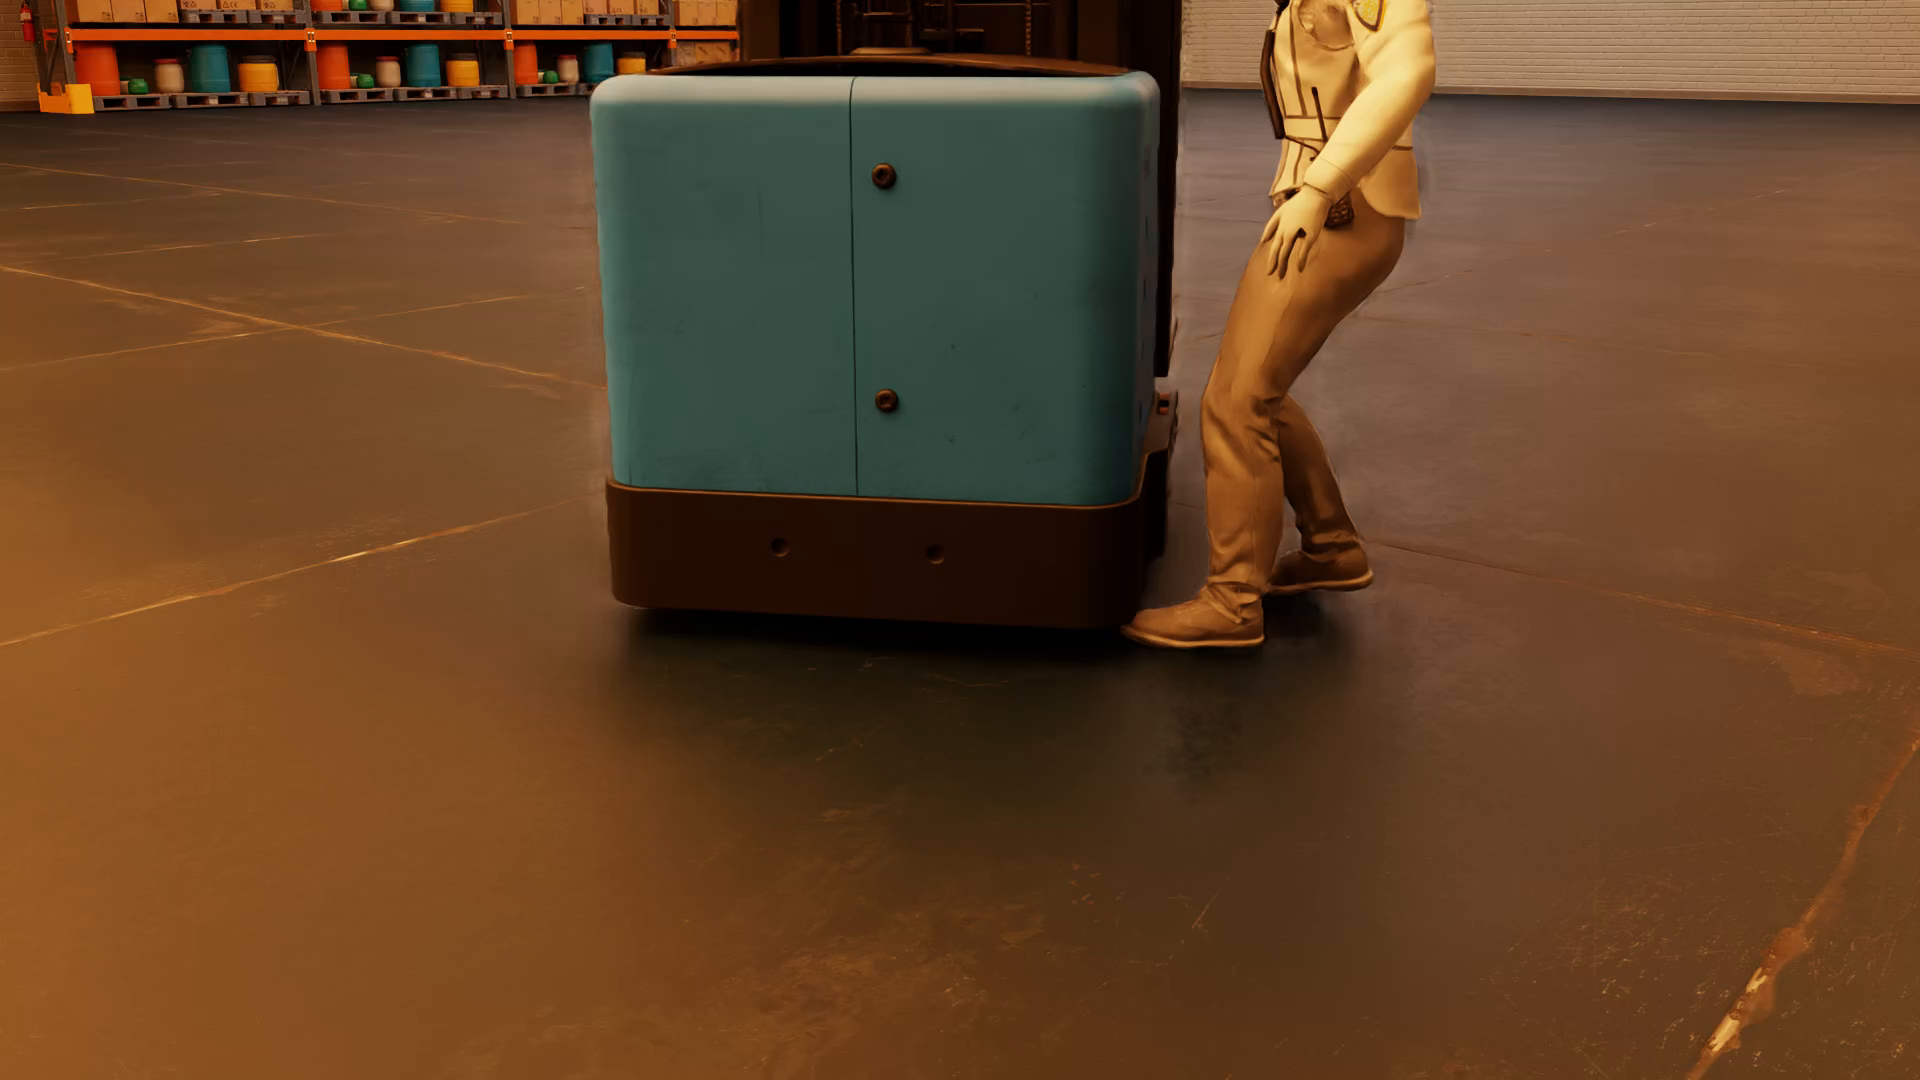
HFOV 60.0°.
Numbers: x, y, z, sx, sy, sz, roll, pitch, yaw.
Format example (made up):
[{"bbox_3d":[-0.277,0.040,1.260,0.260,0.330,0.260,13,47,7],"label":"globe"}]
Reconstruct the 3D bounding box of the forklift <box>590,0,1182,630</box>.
[{"bbox_3d":[0.034,-1.617,4.222,1.130,2.935,3.031,3,17,8],"label":"forklift"}]

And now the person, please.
[{"bbox_3d":[0.625,-0.626,3.230,0.524,1.631,0.814,4,17,13],"label":"person"}]
